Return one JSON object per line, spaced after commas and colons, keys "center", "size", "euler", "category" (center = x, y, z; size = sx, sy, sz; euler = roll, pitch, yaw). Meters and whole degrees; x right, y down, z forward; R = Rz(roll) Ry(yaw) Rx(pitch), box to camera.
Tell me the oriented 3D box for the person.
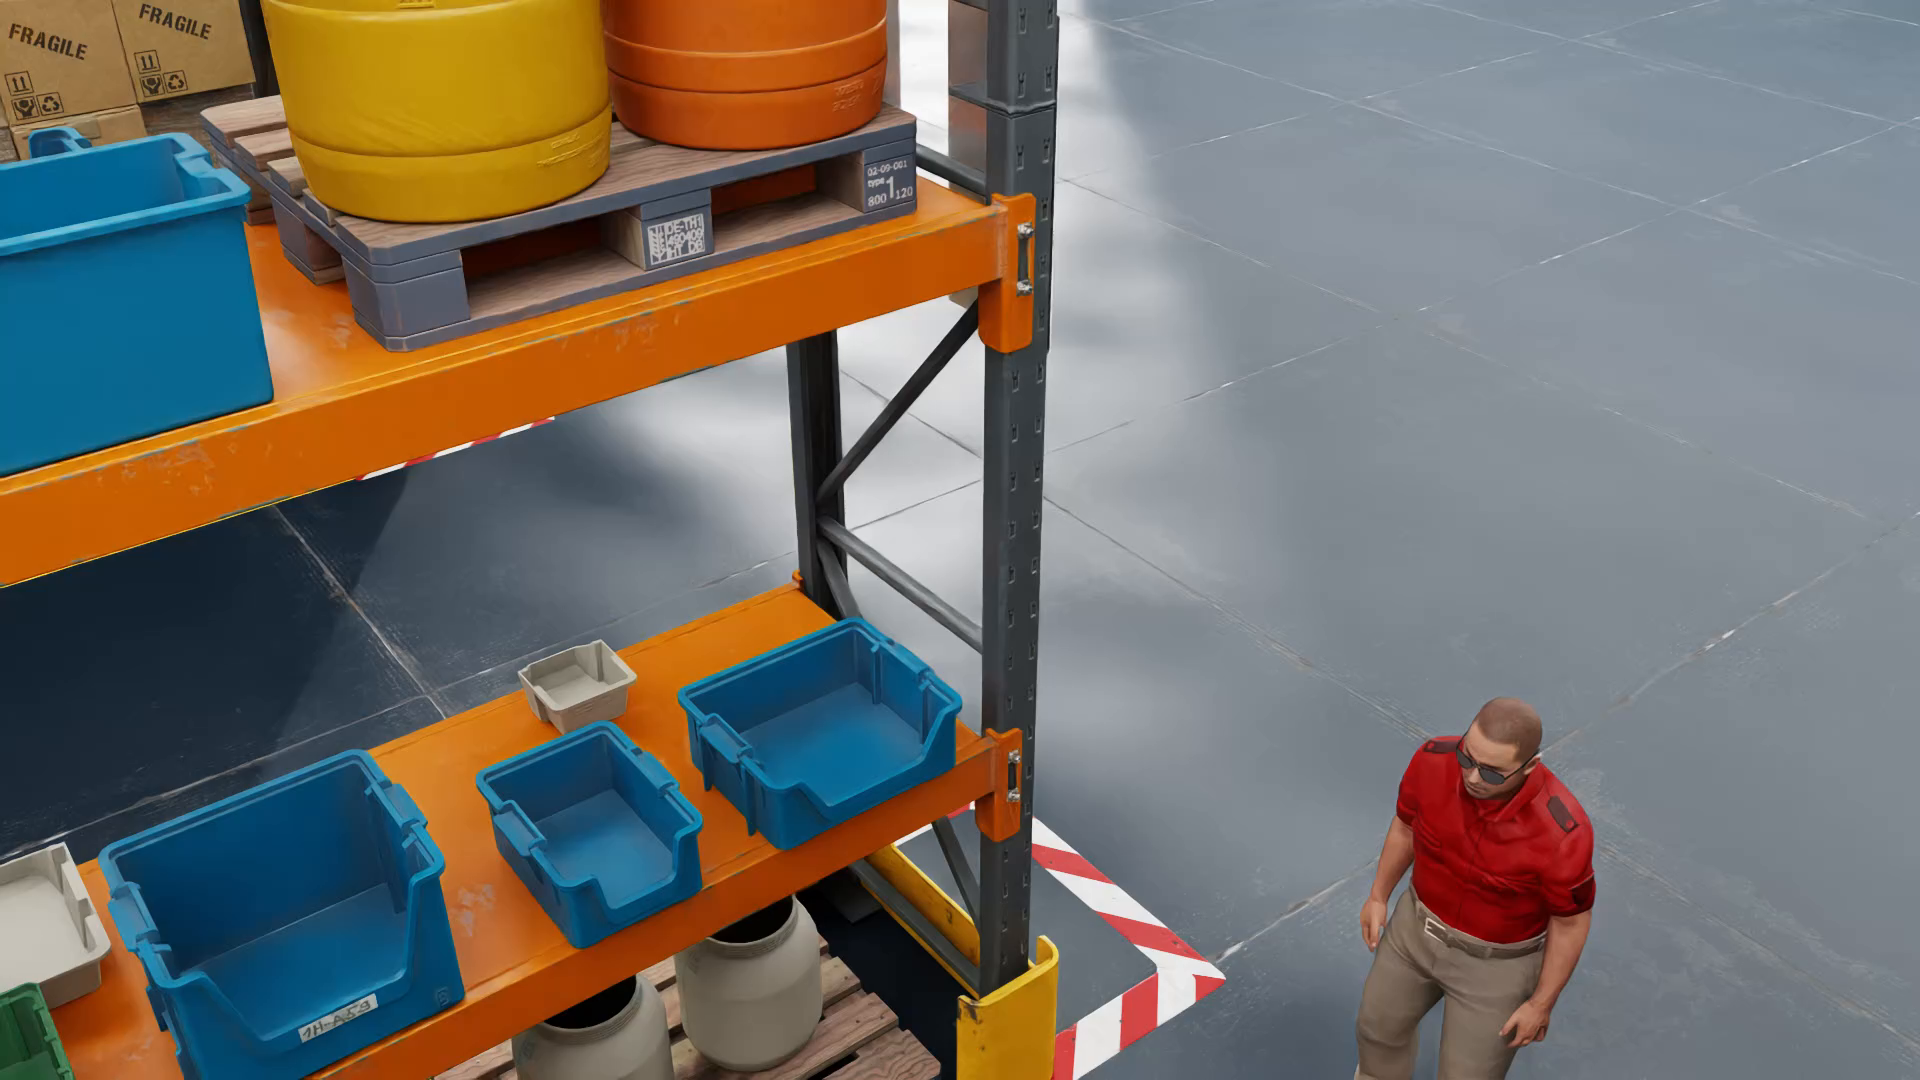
{"center": [1.321, 1.090, 4.403], "size": [0.391, 1.725, 0.584], "euler": [-24, 39, -33], "category": "person"}
